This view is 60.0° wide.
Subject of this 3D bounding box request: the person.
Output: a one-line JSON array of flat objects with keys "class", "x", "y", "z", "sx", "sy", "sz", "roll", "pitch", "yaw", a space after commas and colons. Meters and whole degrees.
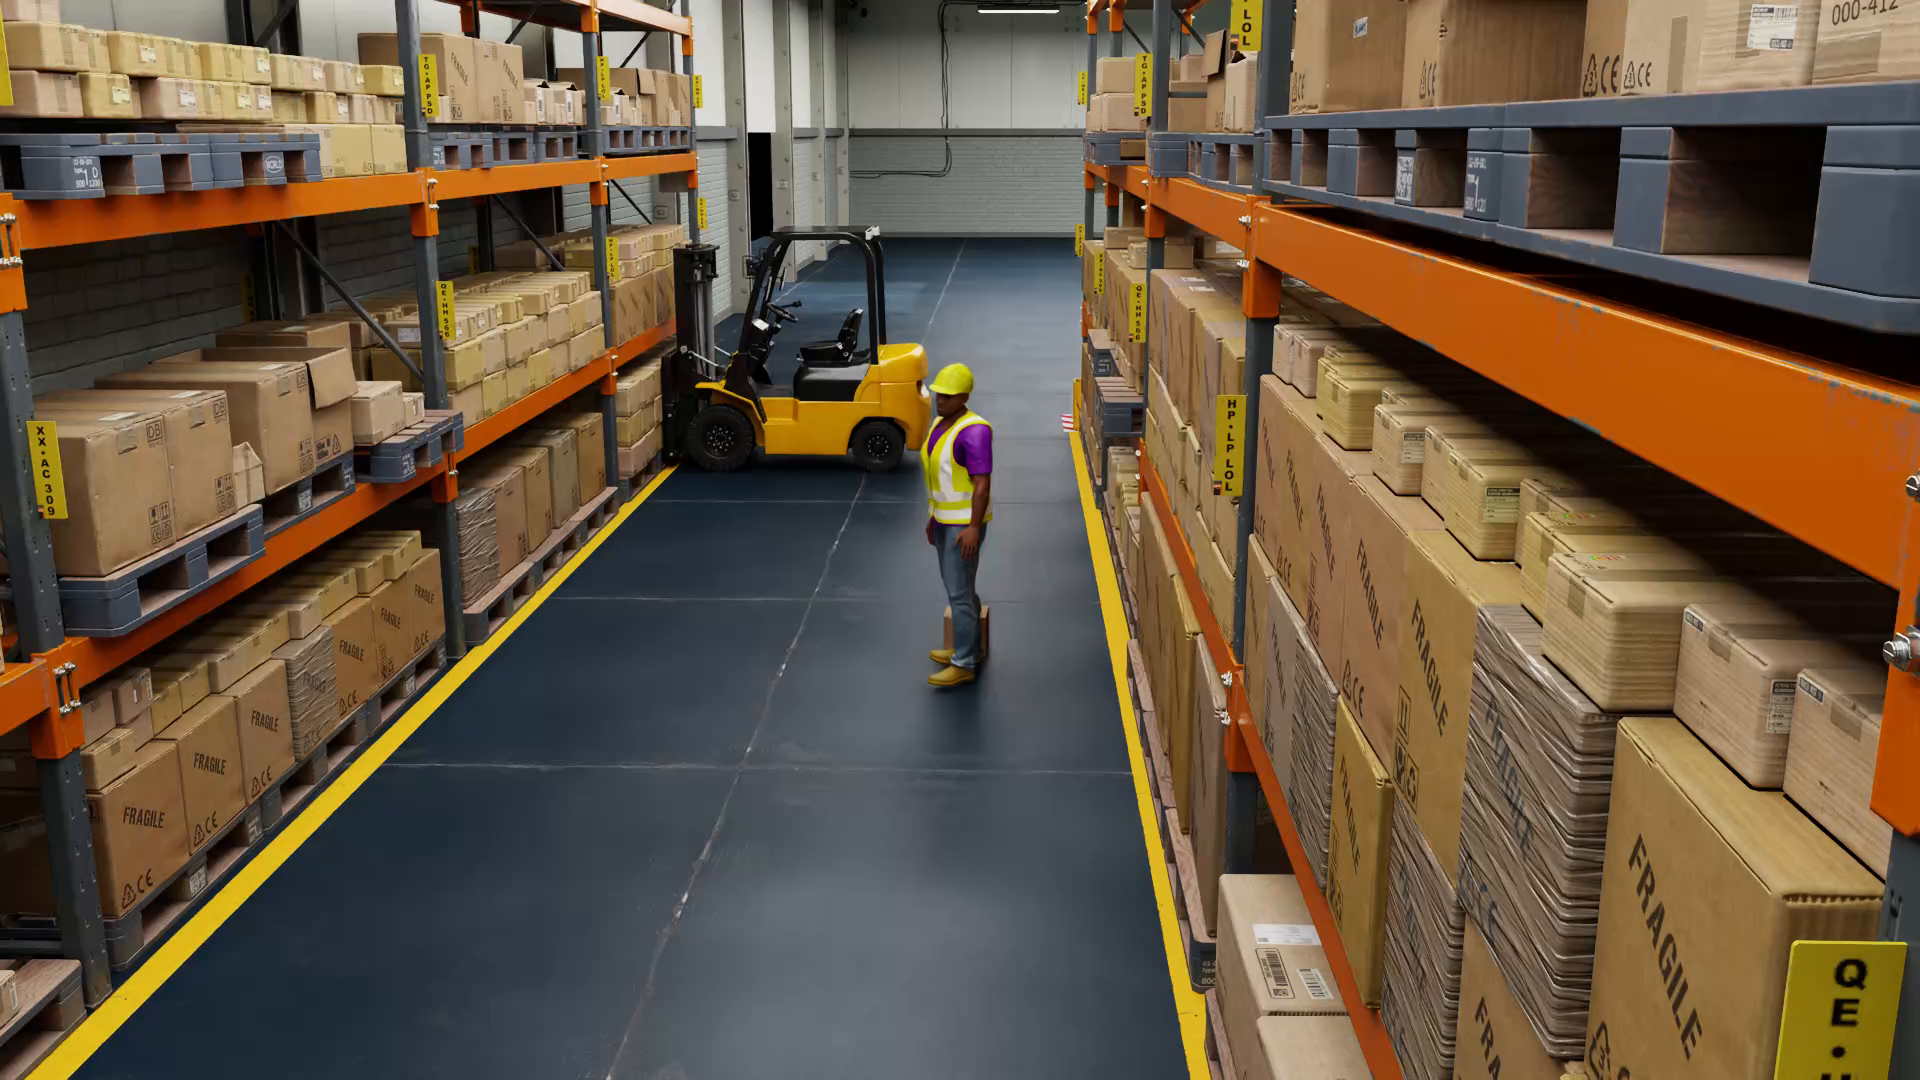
[{"class": "person", "x": -0.040, "y": -0.102, "z": 9.248, "sx": 0.448, "sy": 1.767, "sz": 0.610, "roll": -5, "pitch": 15, "yaw": -20}]
